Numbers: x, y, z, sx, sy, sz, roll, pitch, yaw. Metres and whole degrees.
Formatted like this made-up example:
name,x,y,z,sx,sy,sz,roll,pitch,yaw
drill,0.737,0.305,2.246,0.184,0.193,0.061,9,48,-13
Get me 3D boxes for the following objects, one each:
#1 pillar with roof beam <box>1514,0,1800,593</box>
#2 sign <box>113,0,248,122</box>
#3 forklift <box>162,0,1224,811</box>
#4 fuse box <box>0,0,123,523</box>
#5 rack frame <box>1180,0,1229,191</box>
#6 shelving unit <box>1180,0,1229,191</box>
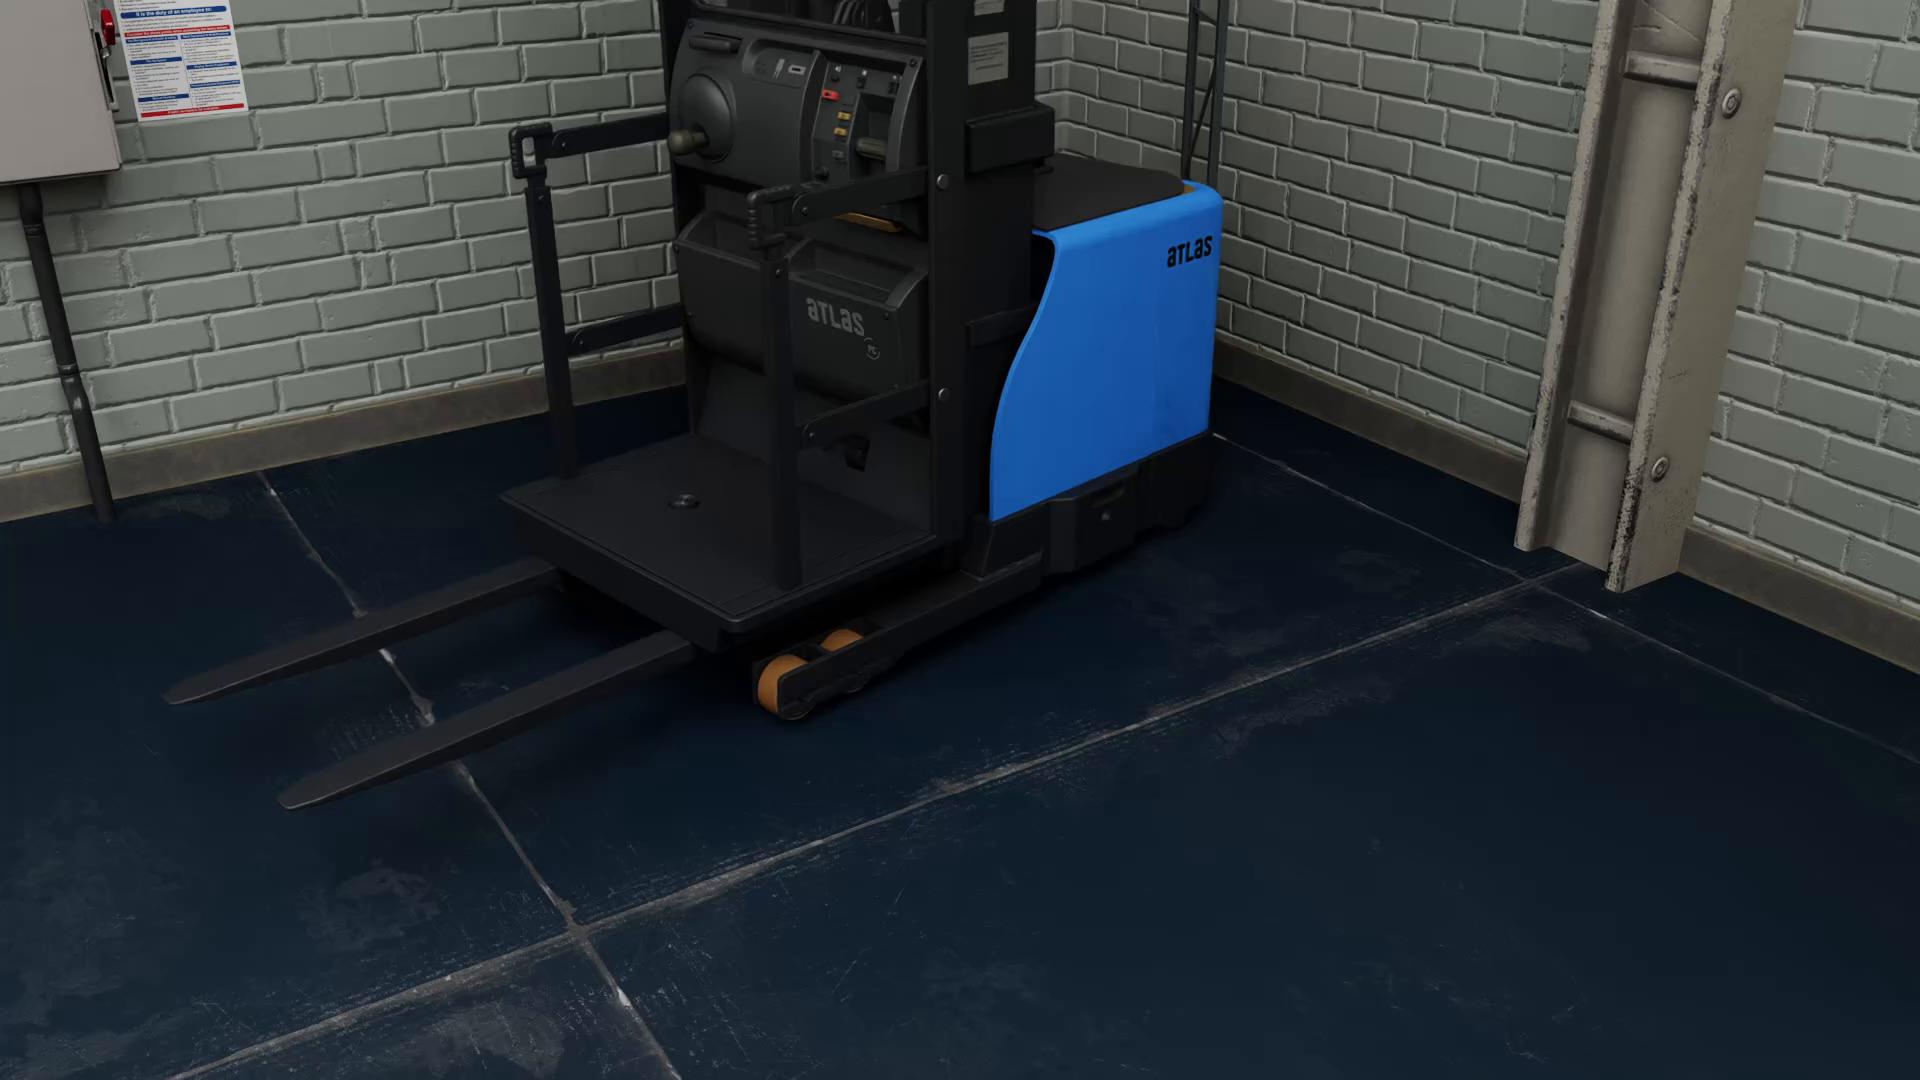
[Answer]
name,x,y,z,sx,sy,sz,roll,pitch,yaw
pillar with roof beam,-1.638,-3.015,1.095,9.100,9.000,0.400,-16,29,-30
sign,-2.429,-1.567,5.168,0.329,0.494,0.001,-16,29,-30
forklift,-0.590,-1.111,4.170,1.130,2.935,3.031,23,34,40
fuse box,-2.729,-0.839,5.022,0.539,1.711,0.414,-16,29,-30
rack frame,0.882,-1.274,6.192,0.032,1.500,0.500,-2,25,-4
shelving unit,0.366,-1.256,6.155,1.083,1.500,0.587,-2,25,-4
